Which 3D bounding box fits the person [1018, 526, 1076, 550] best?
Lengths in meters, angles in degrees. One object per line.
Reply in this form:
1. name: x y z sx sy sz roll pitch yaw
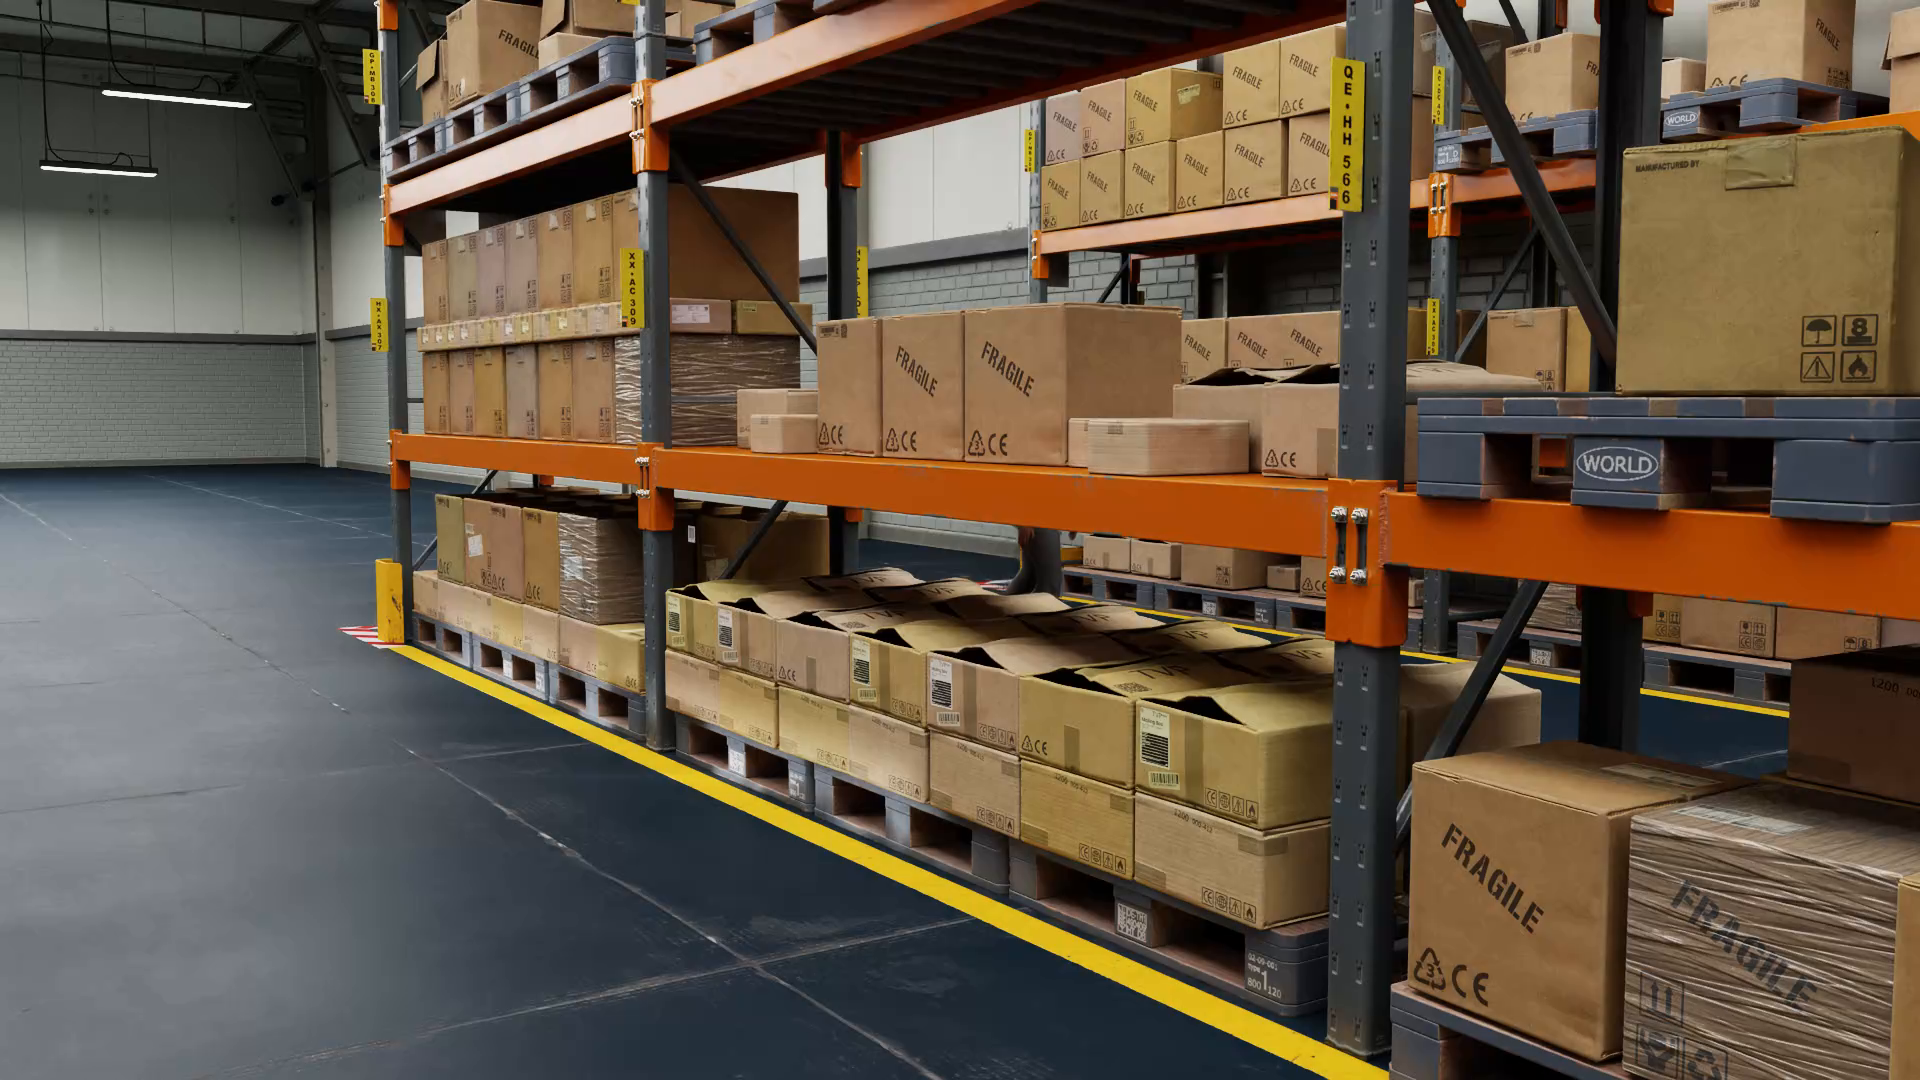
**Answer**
1. person: 0.447 -0.139 9.745 0.606 1.641 0.504 2 5 22
